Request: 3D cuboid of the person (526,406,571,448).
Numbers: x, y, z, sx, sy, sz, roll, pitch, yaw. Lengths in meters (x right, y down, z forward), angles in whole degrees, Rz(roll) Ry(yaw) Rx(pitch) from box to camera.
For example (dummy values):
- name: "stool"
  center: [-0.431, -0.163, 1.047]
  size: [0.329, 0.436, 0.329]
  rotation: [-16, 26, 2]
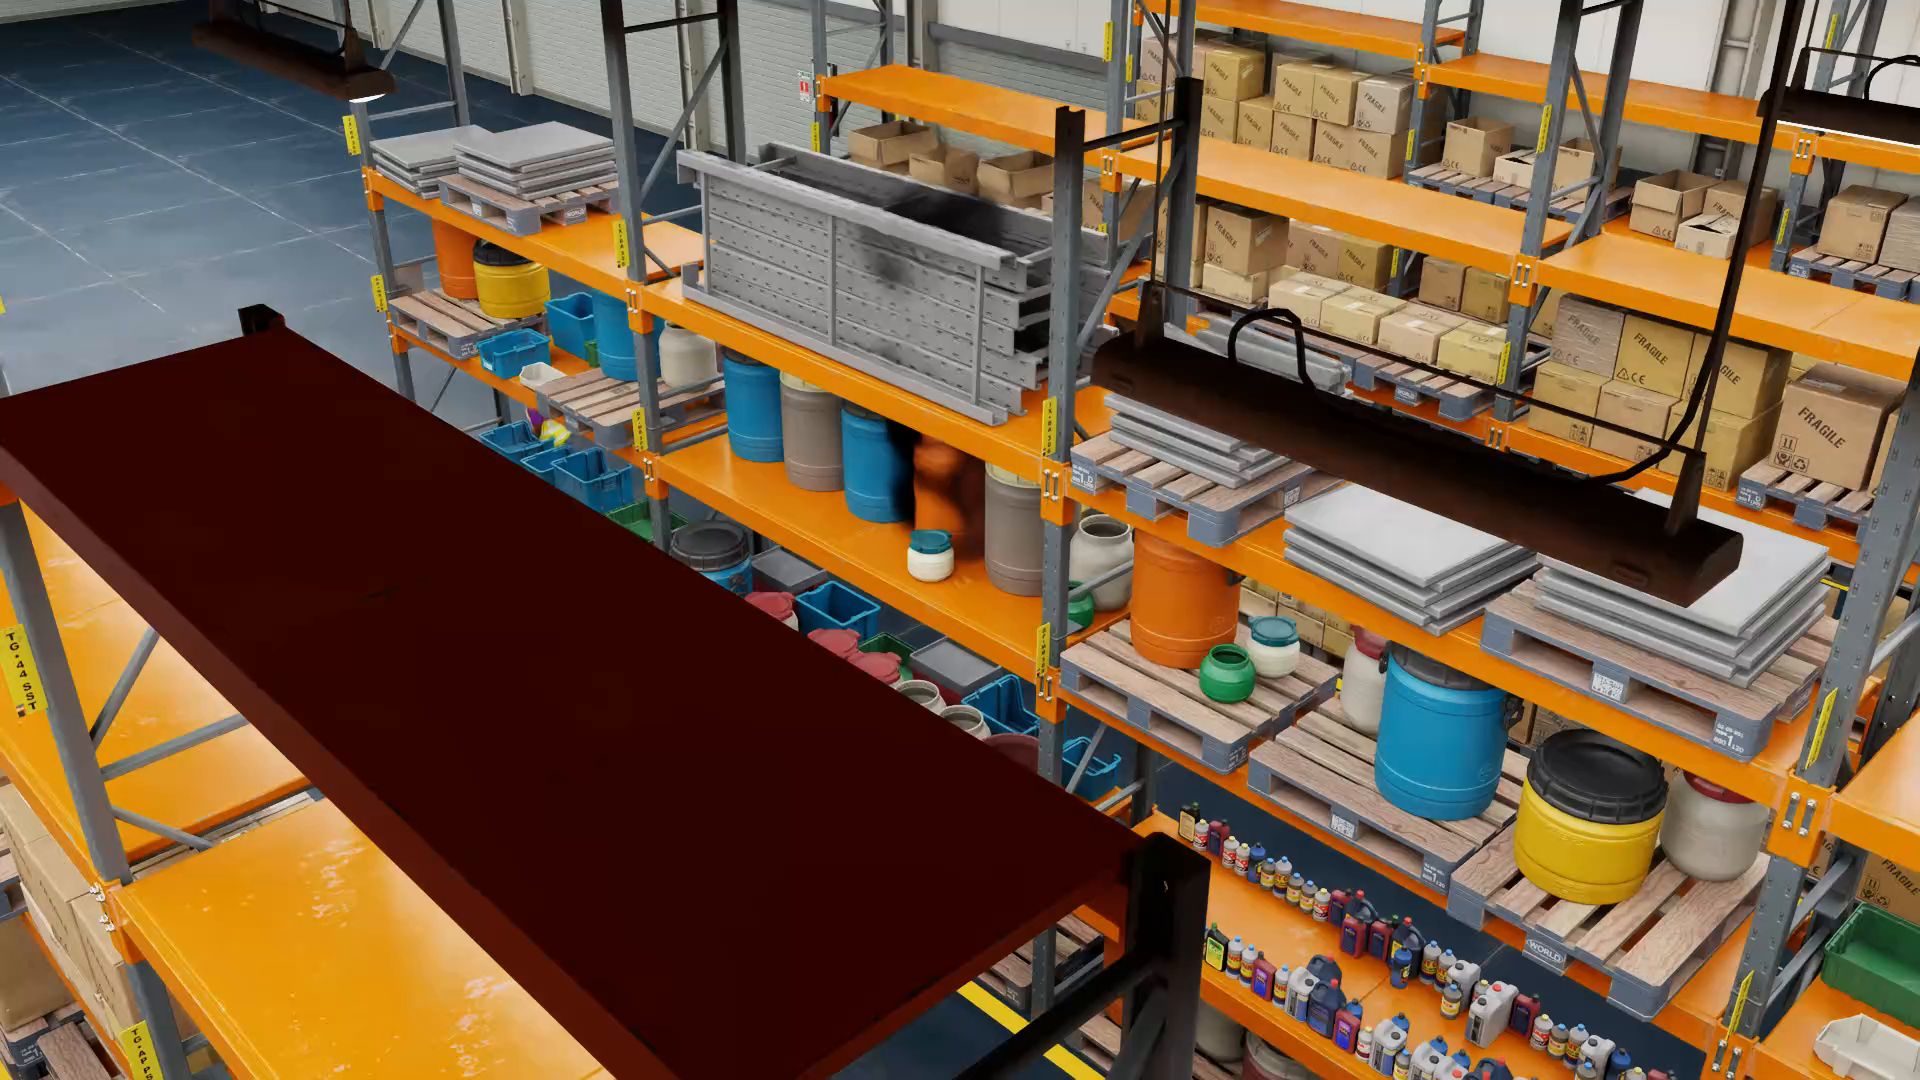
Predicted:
- name: "person"
  center: [-4.147, -1.039, 16.999]
  size: [0.655, 1.728, 0.751]
  rotation: [8, 29, 14]

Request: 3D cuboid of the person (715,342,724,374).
- name: "person"
  center: [-2.641, -2.525, 19.806]
  size: [0.819, 1.710, 0.570]
  rotation: [-2, 28, -3]
